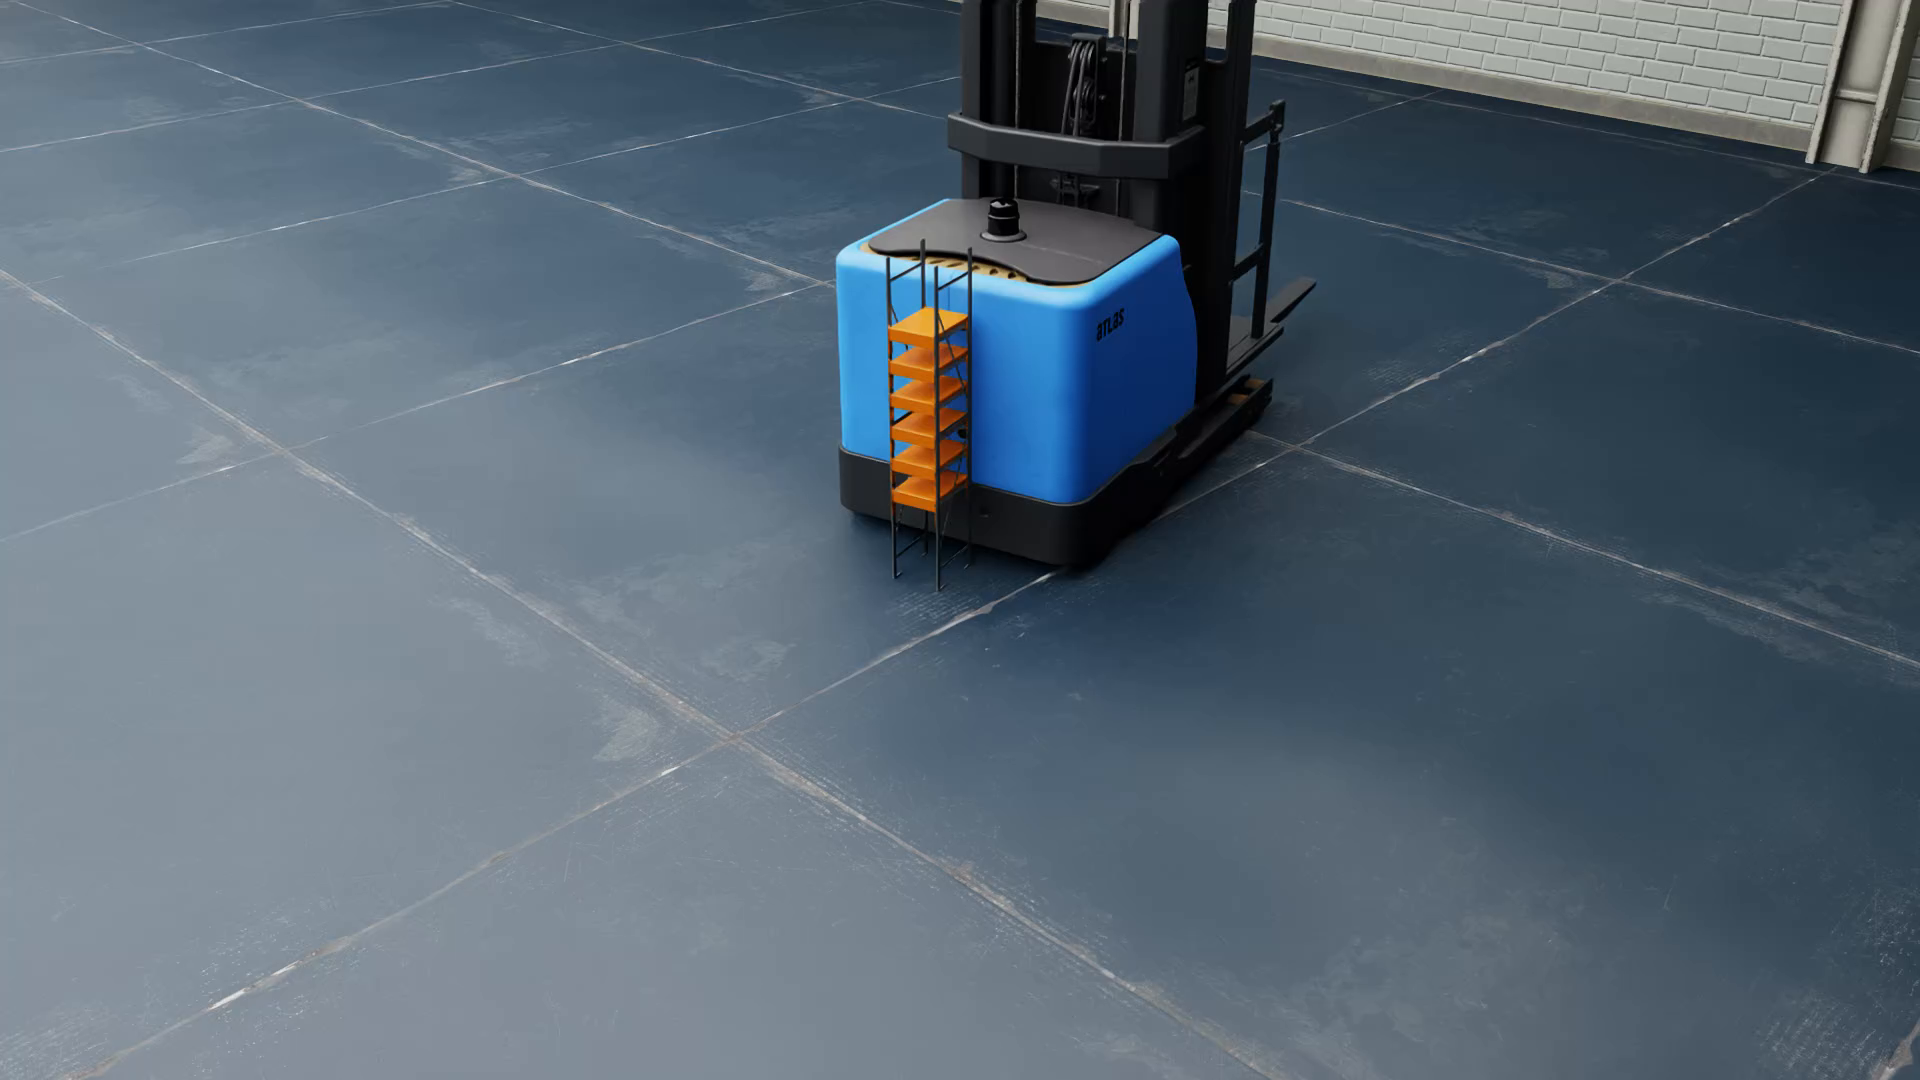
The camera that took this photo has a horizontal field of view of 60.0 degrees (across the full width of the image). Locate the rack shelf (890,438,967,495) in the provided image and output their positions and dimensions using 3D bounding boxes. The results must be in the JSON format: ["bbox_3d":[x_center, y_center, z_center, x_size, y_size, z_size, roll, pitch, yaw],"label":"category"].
[{"bbox_3d":[-0.101,-0.270,5.827,0.180,0.103,0.258,15,31,26],"label":"rack shelf"}]

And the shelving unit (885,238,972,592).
[{"bbox_3d":[-0.101,-0.415,5.750,0.189,1.200,0.258,15,31,26],"label":"shelving unit"}]

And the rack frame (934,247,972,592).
[{"bbox_3d":[-0.021,-0.394,5.709,0.006,1.200,0.240,15,31,26],"label":"rack frame"}]

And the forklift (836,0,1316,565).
[{"bbox_3d":[0.714,-1.856,6.631,1.130,2.935,3.031,15,31,26],"label":"forklift"}]

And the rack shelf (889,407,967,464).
[{"bbox_3d":[-0.101,-0.376,5.771,0.180,0.103,0.258,15,31,26],"label":"rack shelf"}]

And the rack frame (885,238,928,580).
[{"bbox_3d":[-0.180,-0.437,5.790,0.006,1.200,0.240,15,31,26],"label":"rack frame"}]

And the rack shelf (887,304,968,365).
[{"bbox_3d":[-0.101,-0.694,5.602,0.180,0.103,0.258,15,31,26],"label":"rack shelf"}]

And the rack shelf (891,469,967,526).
[{"bbox_3d":[-0.100,-0.164,5.883,0.180,0.103,0.258,15,31,26],"label":"rack shelf"}]

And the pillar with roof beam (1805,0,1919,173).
[{"bbox_3d":[2.822,-5.042,6.170,0.400,9.000,9.100,25,36,38],"label":"pillar with roof beam"}]

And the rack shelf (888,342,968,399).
[{"bbox_3d":[-0.101,-0.588,5.658,0.180,0.103,0.258,15,31,26],"label":"rack shelf"}]

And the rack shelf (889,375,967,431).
[{"bbox_3d":[-0.101,-0.482,5.715,0.180,0.103,0.258,15,31,26],"label":"rack shelf"}]

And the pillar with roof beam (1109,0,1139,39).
[{"bbox_3d":[-1.456,-7.000,9.893,0.400,9.000,9.100,25,36,38],"label":"pillar with roof beam"}]
